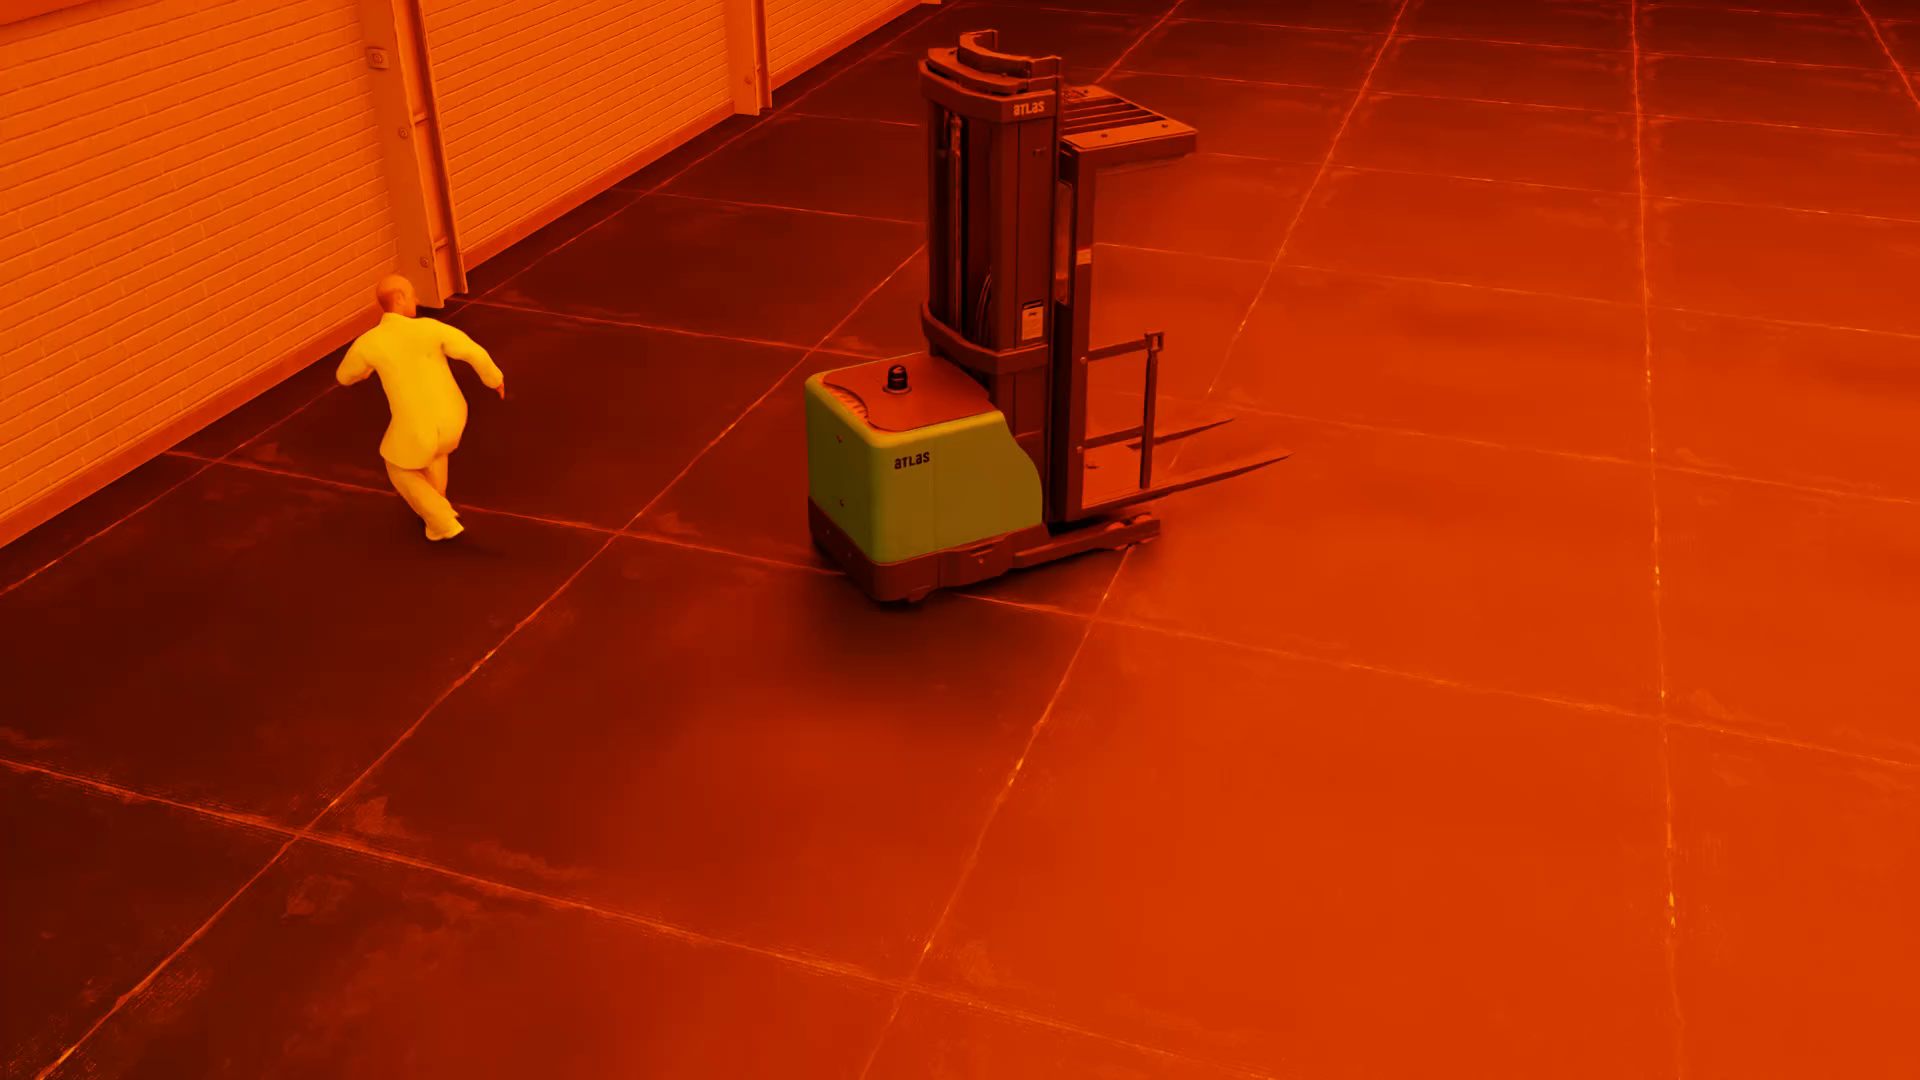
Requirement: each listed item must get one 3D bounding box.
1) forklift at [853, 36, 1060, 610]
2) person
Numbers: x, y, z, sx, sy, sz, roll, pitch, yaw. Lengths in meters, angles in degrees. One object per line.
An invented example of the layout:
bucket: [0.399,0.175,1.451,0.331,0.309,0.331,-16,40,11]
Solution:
forklift: [0.018,-1.583,9.914,1.130,2.935,3.031,2,30,3]
person: [-3.377,-0.841,9.764,0.697,1.776,0.582,-4,30,-8]
